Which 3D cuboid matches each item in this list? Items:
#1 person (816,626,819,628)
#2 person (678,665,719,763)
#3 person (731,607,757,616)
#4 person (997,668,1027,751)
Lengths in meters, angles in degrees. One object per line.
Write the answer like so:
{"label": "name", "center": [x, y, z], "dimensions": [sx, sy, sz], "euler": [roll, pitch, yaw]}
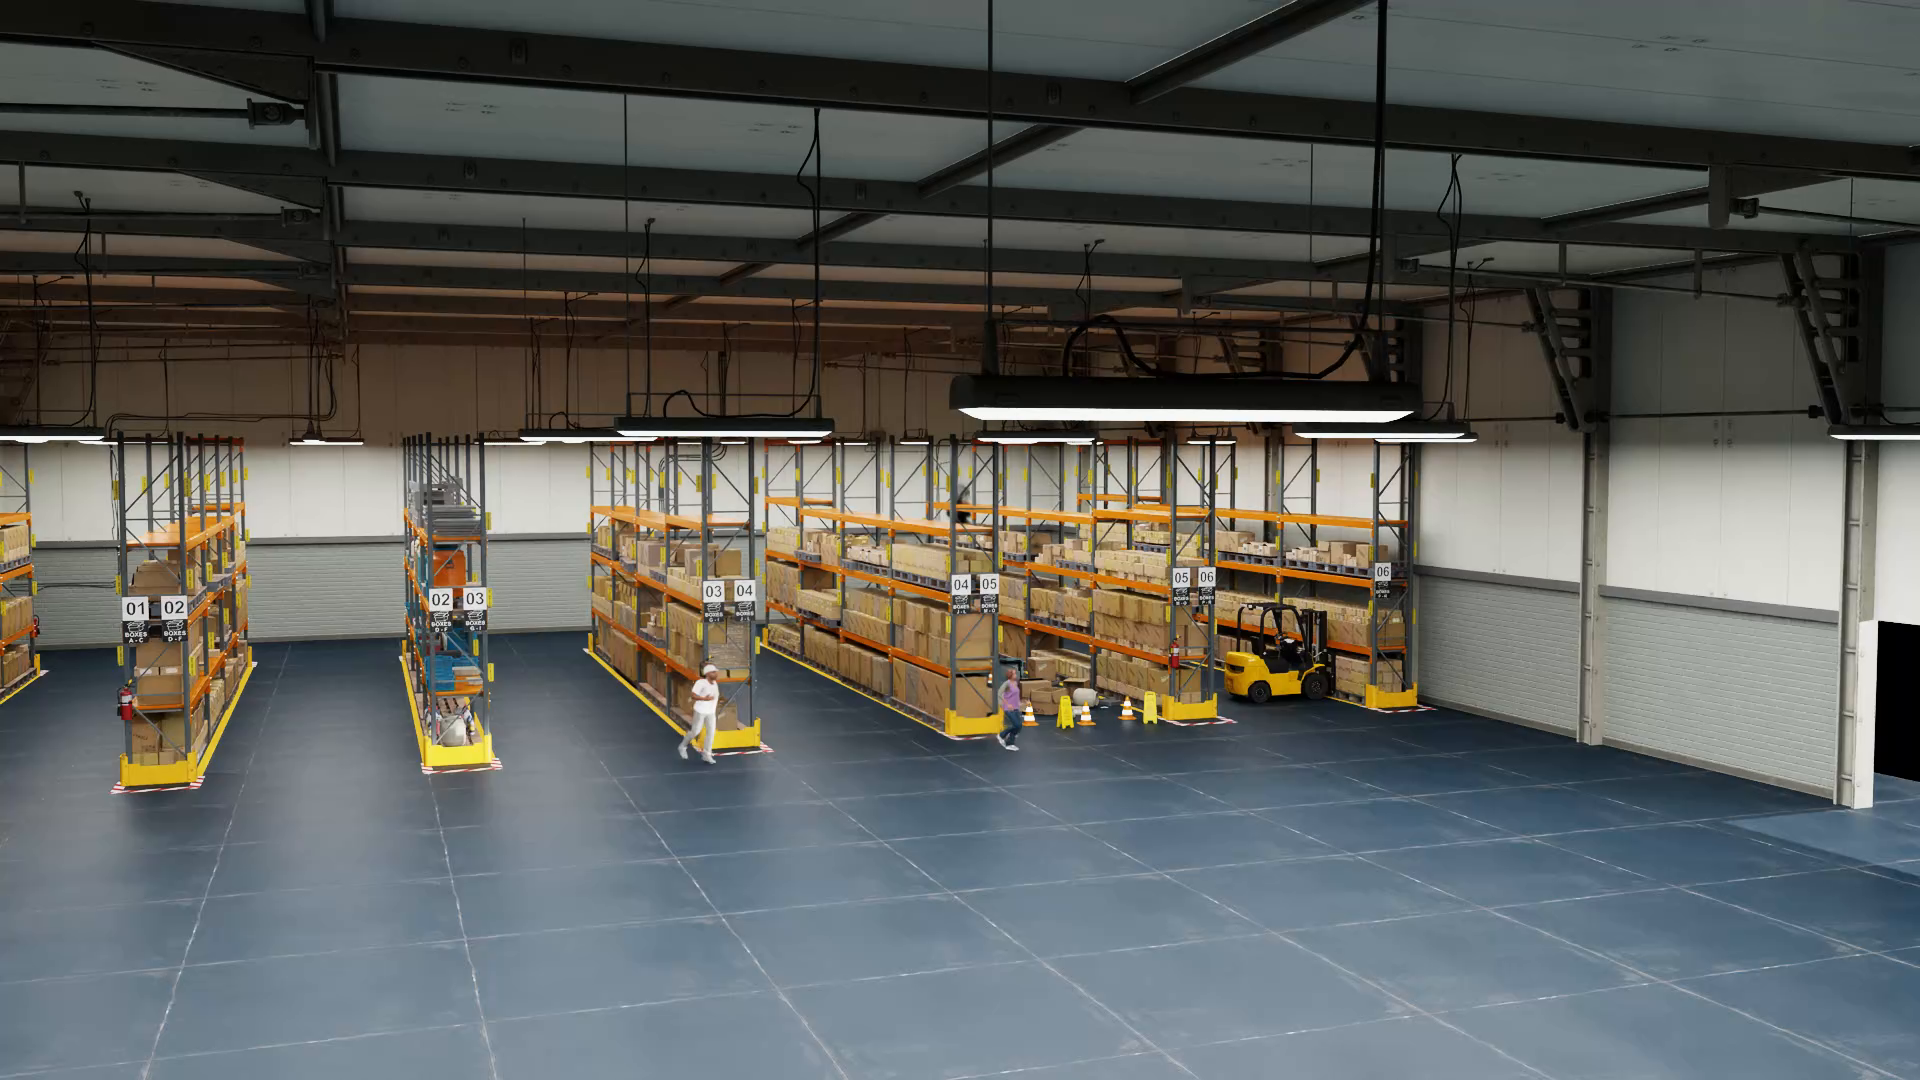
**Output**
{"label": "person", "center": [-4.069, 2.166, 49.146], "dimensions": [0.707, 1.686, 0.740], "euler": [2, 4, 34]}
{"label": "person", "center": [-4.653, 3.157, 30.444], "dimensions": [0.921, 1.748, 0.703], "euler": [3, 4, 39]}
{"label": "person", "center": [-5.867, 2.322, 45.189], "dimensions": [0.665, 1.842, 0.801], "euler": [-1, 3, -22]}
{"label": "person", "center": [0.971, 3.202, 31.455], "dimensions": [0.541, 1.556, 0.562], "euler": [2, 4, 31]}
